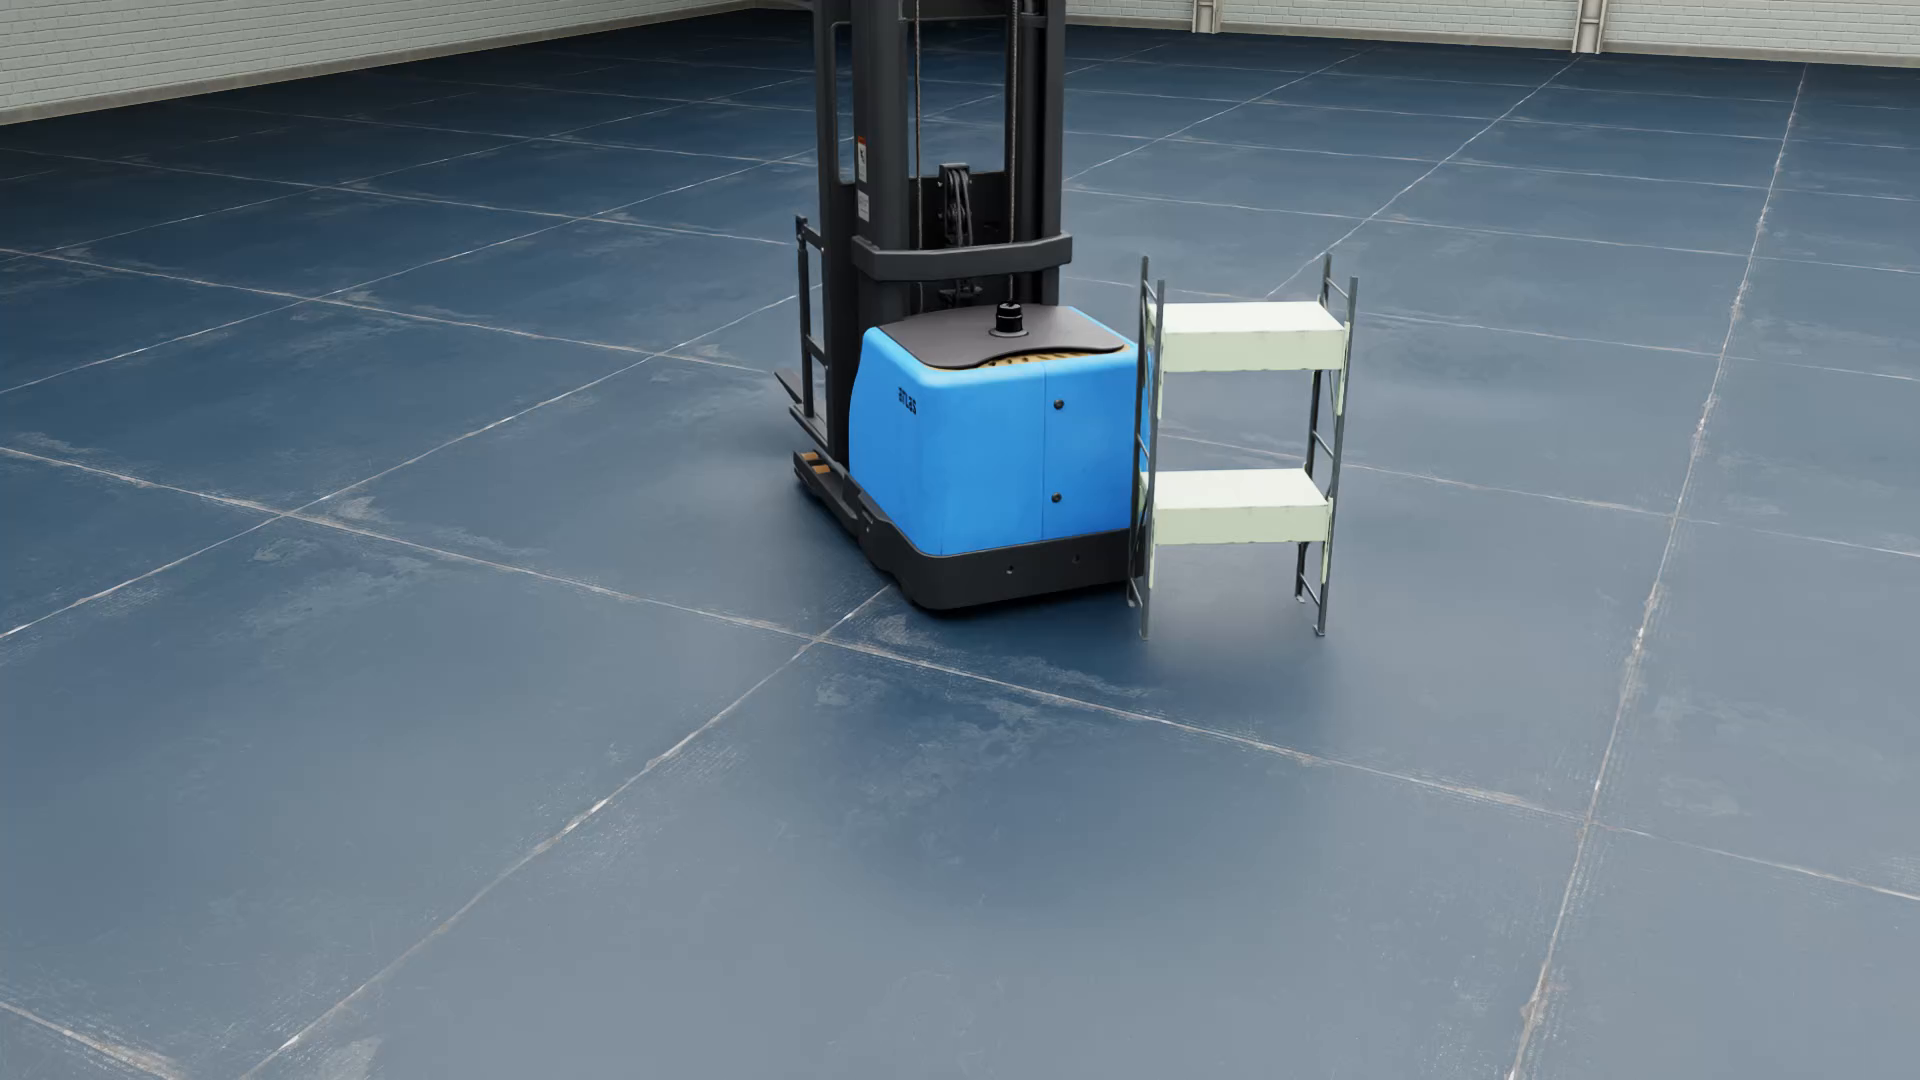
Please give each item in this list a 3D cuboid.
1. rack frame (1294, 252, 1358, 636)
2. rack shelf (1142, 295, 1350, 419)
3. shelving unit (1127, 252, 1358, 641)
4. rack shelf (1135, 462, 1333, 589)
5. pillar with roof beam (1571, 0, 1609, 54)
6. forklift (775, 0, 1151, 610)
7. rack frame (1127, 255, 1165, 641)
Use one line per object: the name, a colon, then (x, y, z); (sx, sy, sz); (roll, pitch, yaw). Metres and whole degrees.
rack frame: (1.471, -0.374, 6.714); (0.023, 1.500, 0.400); (-1, 23, -4)
rack shelf: (1.105, -0.724, 6.538); (0.720, 0.370, 0.431); (-1, 23, -4)
shelving unit: (1.105, -0.365, 6.691); (0.755, 1.500, 0.431); (-1, 23, -4)
rack shelf: (1.105, -0.065, 6.819); (0.720, 0.370, 0.431); (-1, 23, -4)
pillar with roof beam: (7.483, -9.978, 19.714); (0.400, 9.000, 9.100); (11, 25, 25)
forklift: (-0.195, -1.607, 7.783); (1.130, 2.935, 3.031); (-9, 24, -19)
rack frame: (0.740, -0.355, 6.669); (0.023, 1.500, 0.400); (-1, 23, -4)
